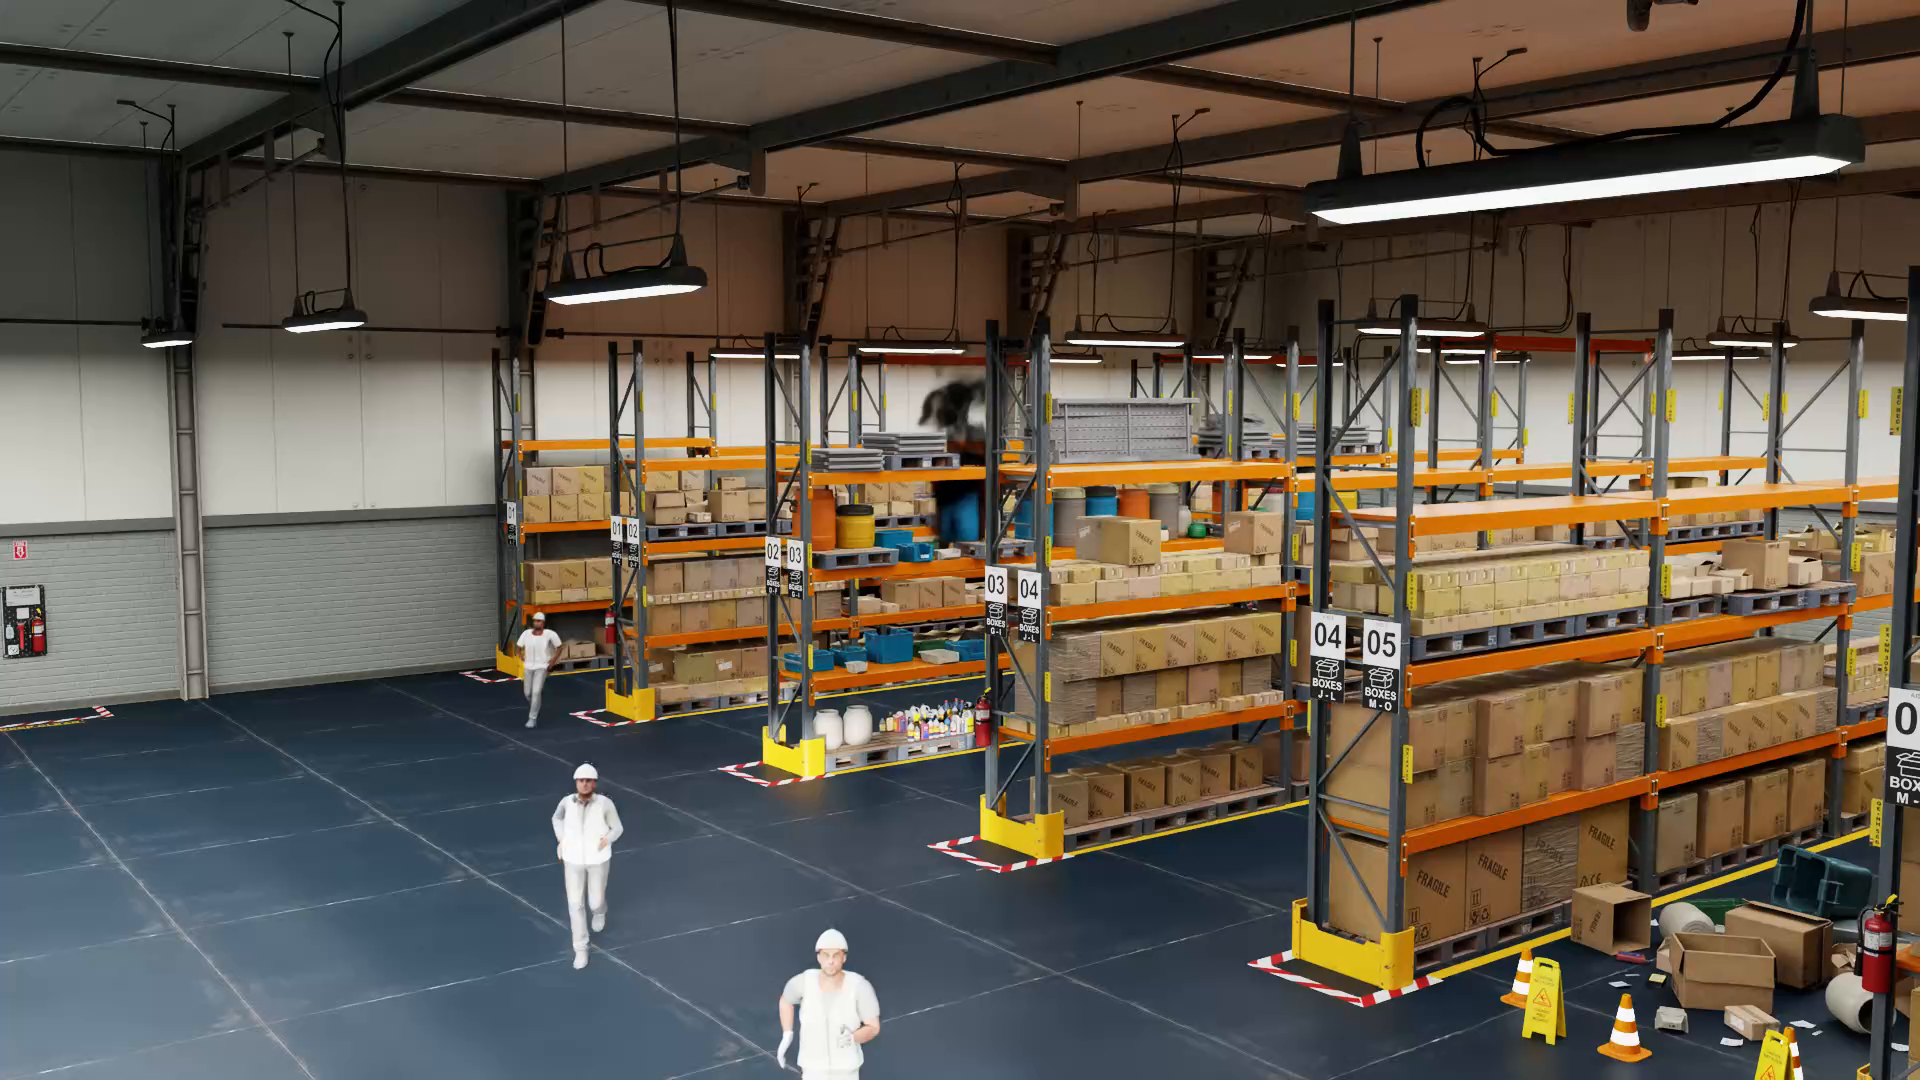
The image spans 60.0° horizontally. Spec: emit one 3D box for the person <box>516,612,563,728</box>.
[{"bbox_3d":[-6.618,2.012,26.065,0.724,1.776,0.804,0,5,4],"label":"person"}]

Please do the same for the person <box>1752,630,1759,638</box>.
[{"bbox_3d":[11.696,2.149,24.385,0.583,1.673,0.957,5,7,43],"label":"person"}]

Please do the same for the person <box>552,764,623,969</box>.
[{"bbox_3d":[-3.438,2.944,15.332,0.663,1.777,0.928,-1,5,-6],"label":"person"}]

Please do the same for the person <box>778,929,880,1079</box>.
[{"bbox_3d":[-0.822,3.356,10.456,0.641,1.838,0.763,-1,5,-6],"label":"person"}]
